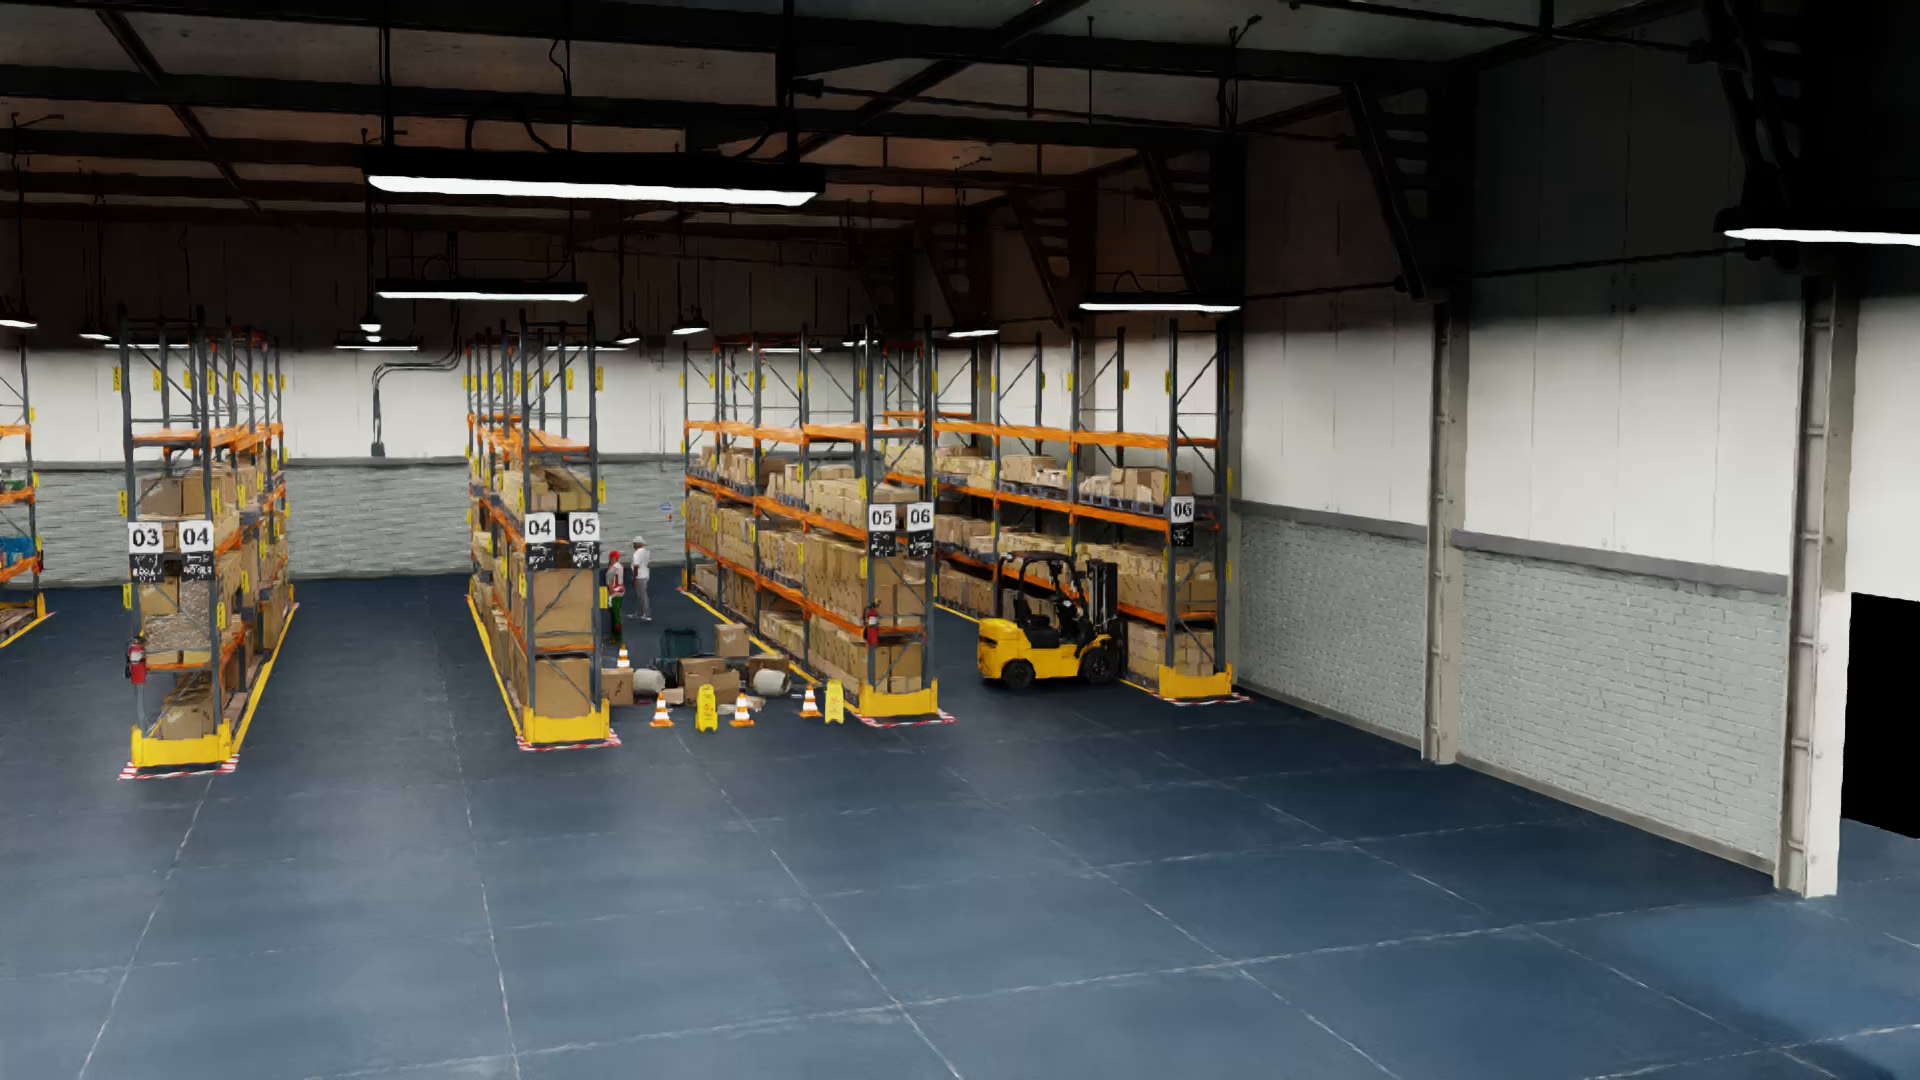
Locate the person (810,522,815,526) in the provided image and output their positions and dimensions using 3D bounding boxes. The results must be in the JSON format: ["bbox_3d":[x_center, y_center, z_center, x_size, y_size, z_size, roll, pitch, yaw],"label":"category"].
[{"bbox_3d":[-3.676,0.235,41.530,0.606,1.657,0.590,-5,7,-41],"label":"person"}]

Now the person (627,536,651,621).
[{"bbox_3d":[-6.763,0.792,34.988,0.591,1.763,0.685,0,5,4],"label":"person"}]

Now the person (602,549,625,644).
[{"bbox_3d":[-6.679,1.071,31.913,0.489,1.787,0.608,1,6,11],"label":"person"}]
